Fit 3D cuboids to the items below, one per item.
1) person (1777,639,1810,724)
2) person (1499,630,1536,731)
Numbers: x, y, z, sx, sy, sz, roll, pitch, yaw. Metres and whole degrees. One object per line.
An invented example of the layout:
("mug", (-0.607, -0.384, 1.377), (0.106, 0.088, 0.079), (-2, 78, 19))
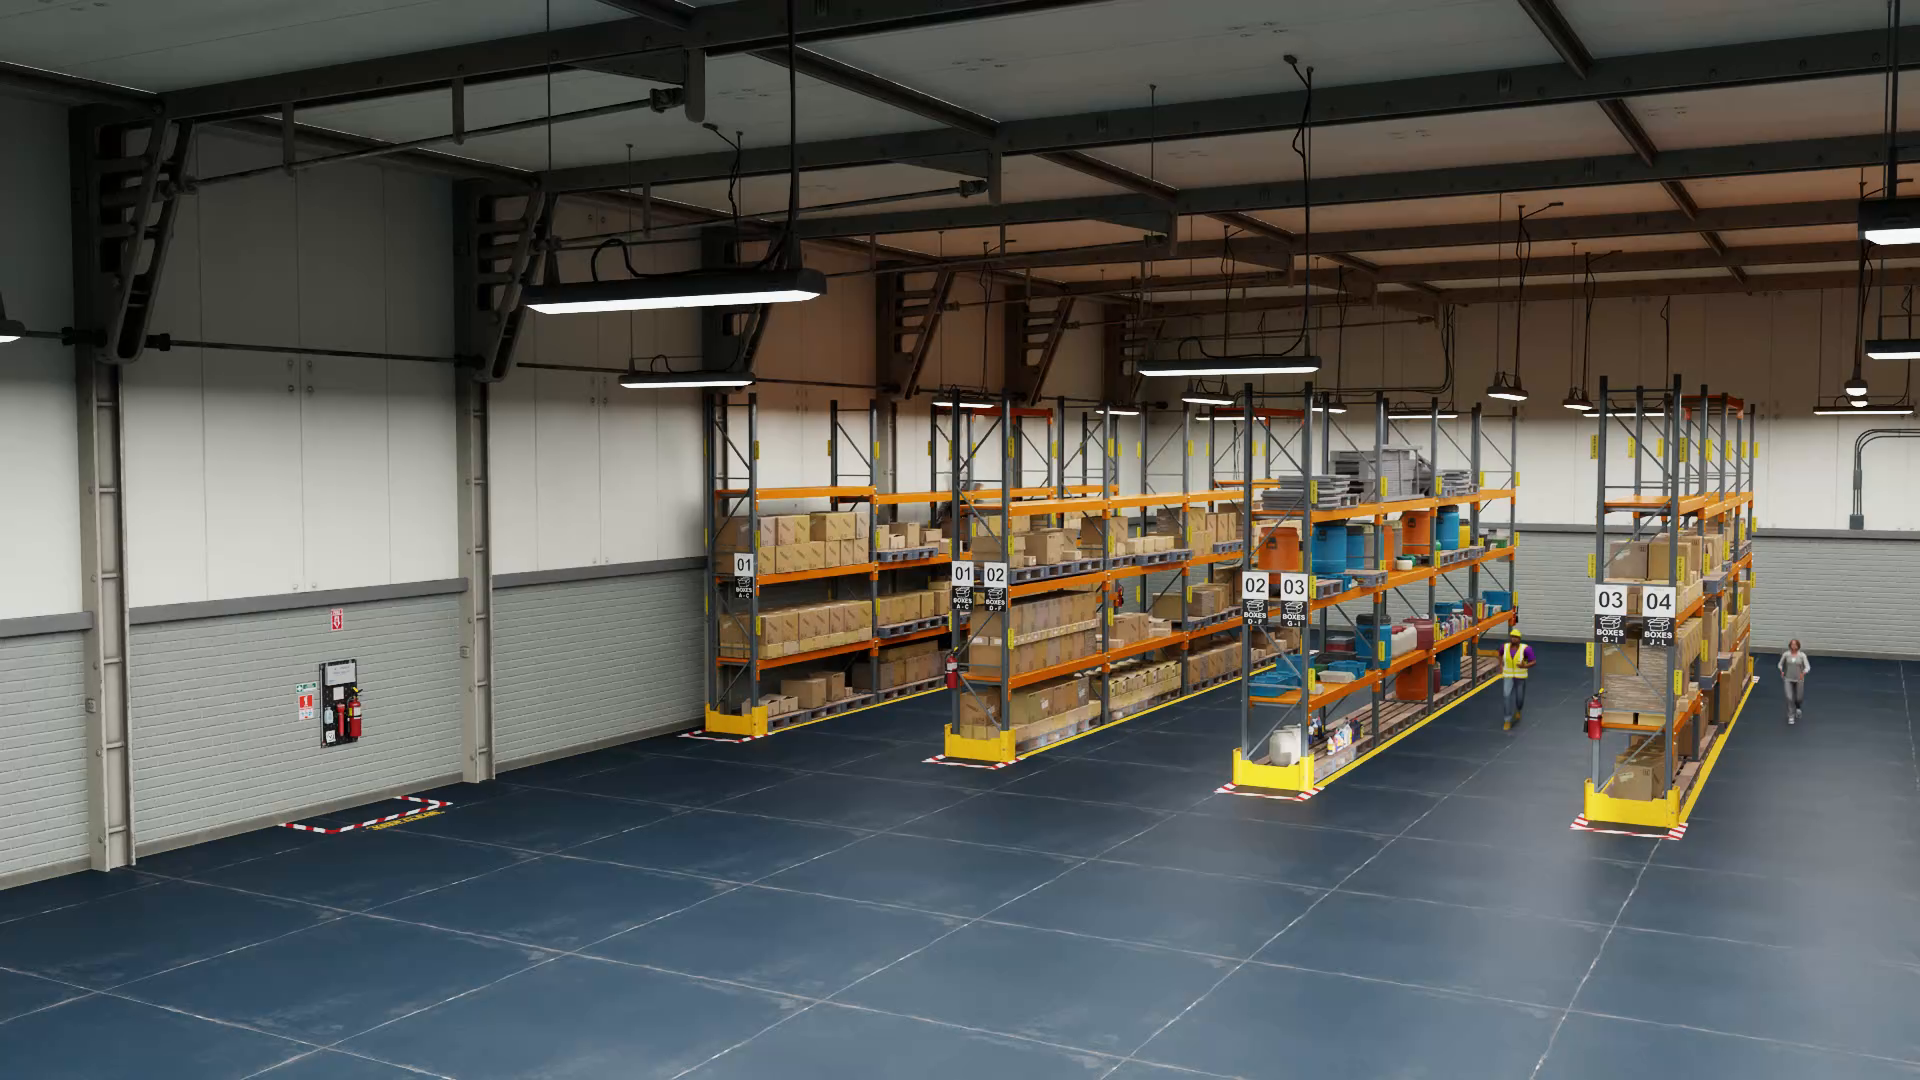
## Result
("person", (15.261, 2.580, 30.463), (0.535, 1.548, 0.567), (2, 4, 30))
("person", (10.049, 2.509, 30.017), (0.661, 1.806, 1.063), (1, 3, 22))
